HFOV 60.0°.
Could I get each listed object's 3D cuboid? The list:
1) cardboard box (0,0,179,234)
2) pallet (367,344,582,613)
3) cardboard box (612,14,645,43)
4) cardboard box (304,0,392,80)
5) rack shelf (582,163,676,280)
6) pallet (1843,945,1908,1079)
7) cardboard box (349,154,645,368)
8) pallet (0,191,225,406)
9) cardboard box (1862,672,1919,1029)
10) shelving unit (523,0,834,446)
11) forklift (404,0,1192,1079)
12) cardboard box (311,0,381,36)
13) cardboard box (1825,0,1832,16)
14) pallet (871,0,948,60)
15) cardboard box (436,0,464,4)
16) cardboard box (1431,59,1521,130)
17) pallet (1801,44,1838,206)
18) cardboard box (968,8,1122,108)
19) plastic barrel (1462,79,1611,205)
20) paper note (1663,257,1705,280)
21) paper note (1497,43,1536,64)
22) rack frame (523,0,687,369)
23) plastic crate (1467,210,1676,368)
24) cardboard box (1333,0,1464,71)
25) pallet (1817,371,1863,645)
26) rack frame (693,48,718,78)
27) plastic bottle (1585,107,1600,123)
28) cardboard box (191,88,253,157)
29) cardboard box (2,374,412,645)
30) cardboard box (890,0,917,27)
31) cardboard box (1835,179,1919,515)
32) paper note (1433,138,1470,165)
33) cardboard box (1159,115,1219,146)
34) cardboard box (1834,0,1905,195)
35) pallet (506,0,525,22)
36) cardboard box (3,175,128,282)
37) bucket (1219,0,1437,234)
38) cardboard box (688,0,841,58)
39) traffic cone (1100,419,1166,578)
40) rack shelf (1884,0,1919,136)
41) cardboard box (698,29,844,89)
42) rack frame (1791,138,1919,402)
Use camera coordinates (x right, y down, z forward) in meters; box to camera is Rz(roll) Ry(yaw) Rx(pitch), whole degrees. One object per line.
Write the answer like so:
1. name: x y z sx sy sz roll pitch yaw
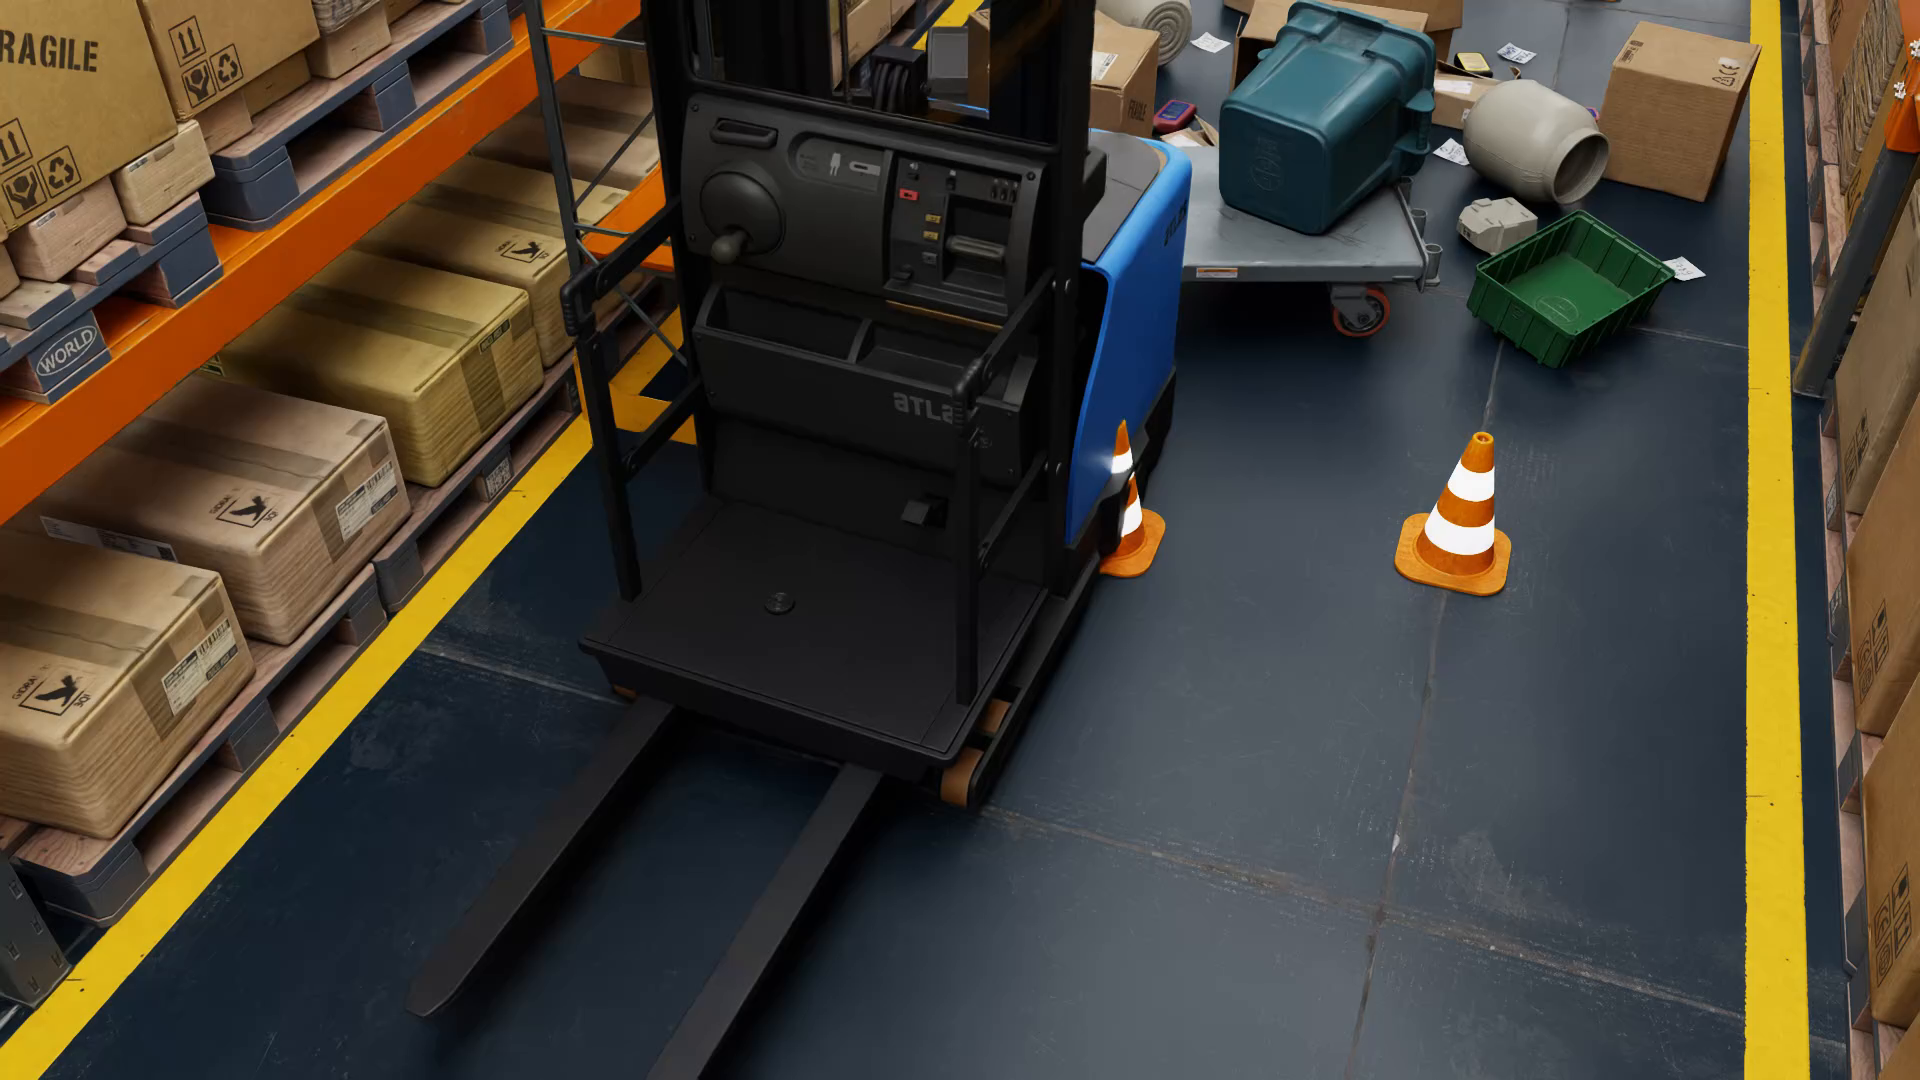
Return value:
1. cardboard box: -2.095 -1.027 3.513 0.500 0.500 0.500 15 43 17
2. pallet: -1.950 -0.331 5.475 1.003 0.211 1.213 13 42 15
3. cardboard box: -1.320 -2.433 7.008 0.500 0.500 0.500 13 42 14
4. cardboard box: -1.753 -1.370 4.415 0.380 0.149 0.250 15 43 16
5. rack shelf: -0.848 -1.119 5.683 0.538 0.185 1.000 13 42 14
6. pallet: 2.389 1.460 3.376 1.003 0.211 1.213 13 42 15
7. cardboard box: -1.689 -1.014 5.828 0.950 0.372 0.625 16 43 18
8. pallet: -2.494 -0.559 3.742 1.213 0.211 1.003 13 42 15
9. cardboard box: 2.637 0.674 3.559 1.050 0.750 0.750 14 42 16
10. shelving unit: -0.851 -1.250 5.560 0.587 1.500 1.083 13 42 14
11. forklift: -0.333 -0.724 3.840 1.130 2.935 3.031 16 43 17
12. cardboard box: -1.741 -1.656 4.250 0.500 0.500 0.500 12 42 13
13. cardboard box: 4.614 -2.939 7.698 0.875 0.875 0.875 14 42 15
14. pallet: -0.658 -2.717 8.272 1.003 0.211 1.213 13 42 15
15. cardboard box: -1.549 -1.684 4.782 0.380 0.149 0.250 13 42 15
16. cardboard box: 2.273 -1.994 7.382 0.396 0.266 0.258 21 45 22
17. pallet: 4.166 -1.709 7.090 1.003 0.211 1.213 13 42 15
18. cardboard box: 0.375 -2.015 7.225 0.500 0.500 0.500 -21 45 -22
19. plastic barrel: 2.363 -1.629 6.833 0.421 0.421 0.512 -21 45 -22
20. paper note: 2.795 -1.058 6.467 0.147 0.020 0.142 -13 42 -15
21. paper note: 2.667 -2.332 7.961 0.144 0.017 0.142 29 48 29
22. rack frame: -1.015 -0.944 5.201 0.500 1.500 0.032 13 42 14
23. plastic crate: 2.245 -0.925 6.146 0.662 0.188 0.450 -29 58 -29
24. cardboard box: 1.877 -2.470 7.758 0.797 0.503 0.637 -13 42 -15
25. pallet: 3.223 -0.028 5.121 1.003 0.211 1.213 13 42 15
26. rack frame: -1.270 -2.614 6.002 1.000 3.000 0.127 13 42 15
27. plastic bottle: 2.695 -1.873 7.398 0.283 0.061 0.133 0 40 0
28. cardboard box: -1.964 -1.044 4.033 0.380 0.149 0.250 16 43 18
29. cardboard box: -2.190 -0.128 4.790 0.950 0.372 0.625 13 42 14
30. cardboard box: -0.463 -2.679 7.874 0.500 0.250 0.500 13 42 15
31. cardboard box: 3.289 -0.482 4.914 1.050 0.750 0.750 13 42 15
32. paper note: 2.161 -1.679 7.200 0.172 0.023 0.155 29 48 29
33. cardboard box: 1.026 -1.594 6.914 0.258 0.266 0.396 -13 42 -15
34. cardboard box: 4.002 -1.847 6.417 0.875 0.875 0.875 14 42 15
35. pallet: -1.668 -2.107 5.556 1.003 0.211 1.213 13 42 15
36. cardboard box: -2.087 -0.717 3.649 0.380 0.149 0.250 11 42 12
37. bucket: 1.296 -1.504 6.053 0.726 0.611 0.620 29 58 29
38. cardboard box: -0.814 -2.312 6.867 0.500 0.500 0.500 15 43 17
39. traffic cone: 0.462 -0.183 5.108 0.336 0.463 0.334 13 42 15
40. rack shelf: 4.100 -2.523 6.450 1.077 0.370 4.000 13 42 15
41. cardboard box: -0.814 -2.027 7.110 0.500 0.250 0.500 11 42 13
42. rack frame: 3.416 -1.577 4.787 1.000 3.000 0.127 13 42 15
